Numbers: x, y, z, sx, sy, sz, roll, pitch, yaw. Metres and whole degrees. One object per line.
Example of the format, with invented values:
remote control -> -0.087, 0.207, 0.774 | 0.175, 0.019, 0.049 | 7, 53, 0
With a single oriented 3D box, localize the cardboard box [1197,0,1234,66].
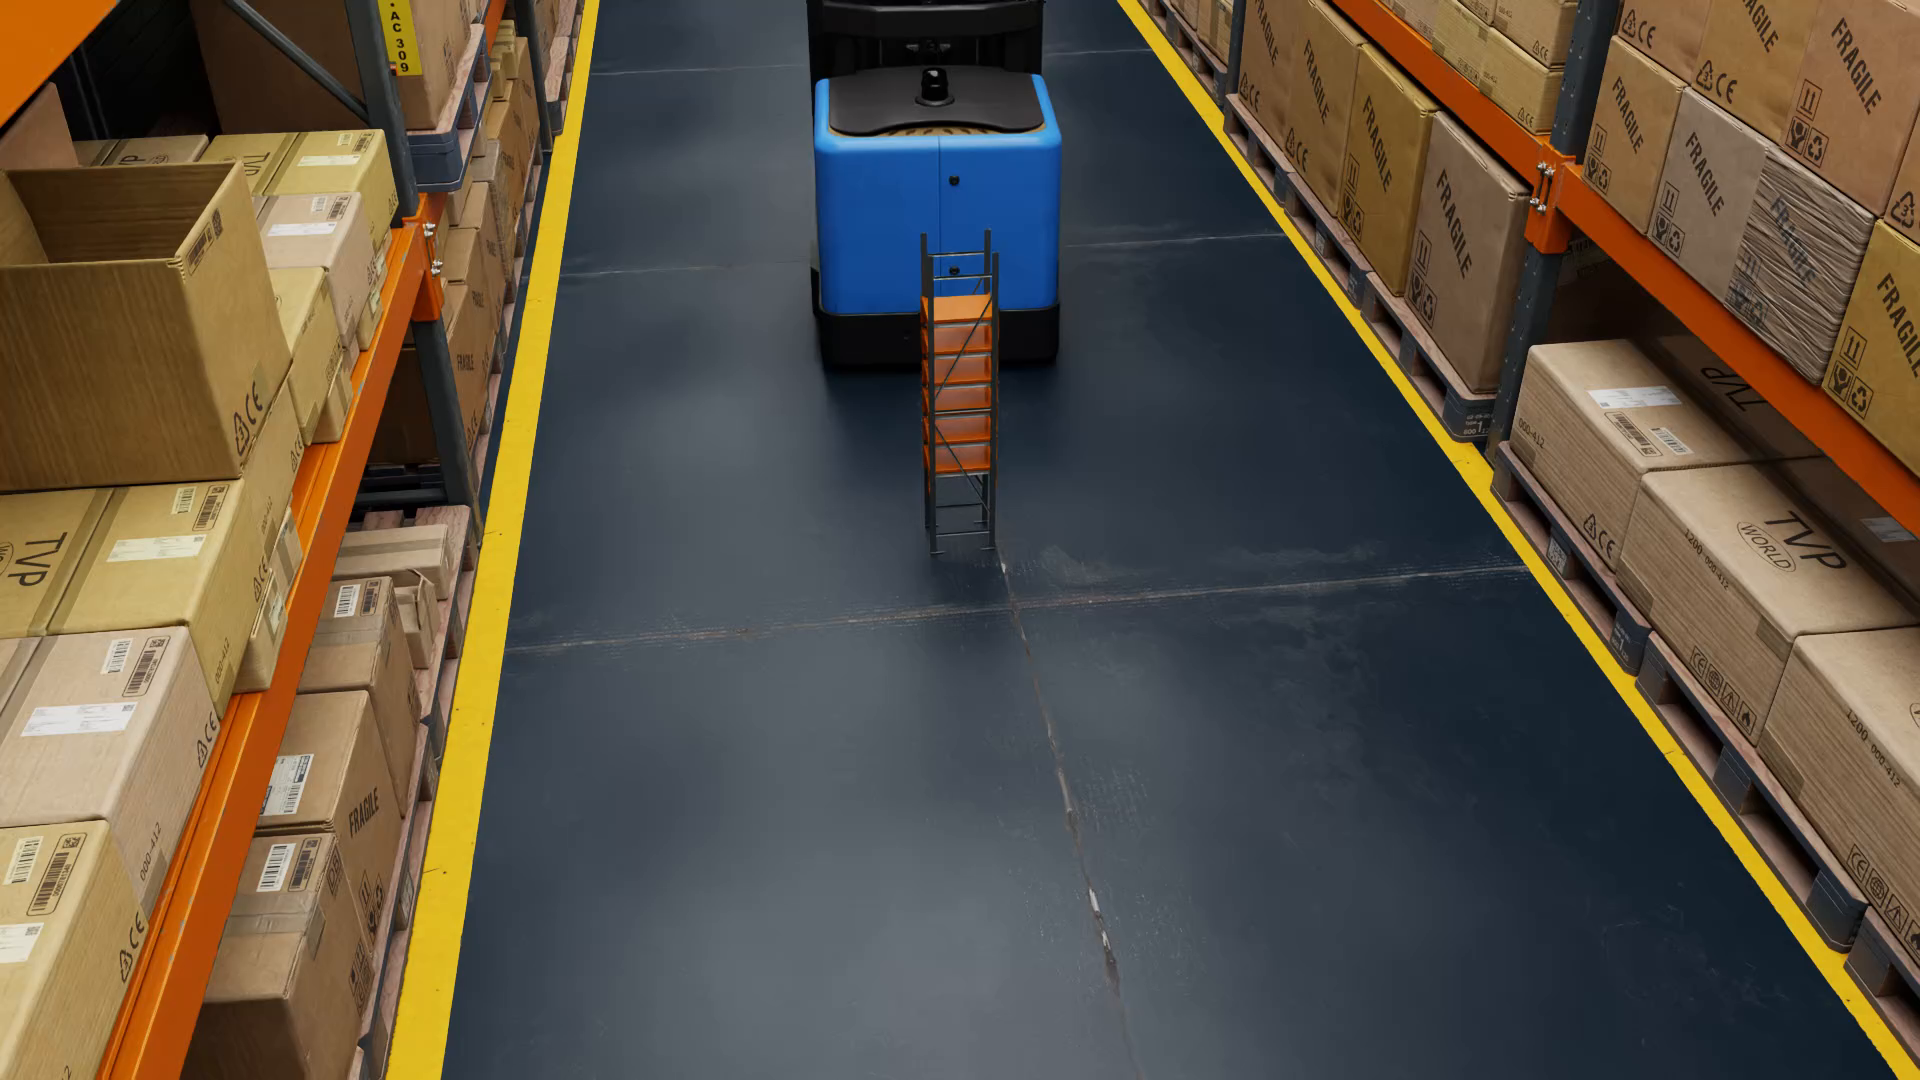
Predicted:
cardboard box -> 2.023, -3.218, 10.269 | 0.950, 0.372, 0.625 | -7, 35, -10

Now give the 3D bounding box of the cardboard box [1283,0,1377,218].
cardboard box -> 2.216, -2.220, 8.358 | 0.875, 0.875, 0.875 | -4, 34, -6

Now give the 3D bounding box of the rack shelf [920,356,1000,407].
rack shelf -> -0.002, -0.566, 5.881 | 0.258, 0.103, 0.180 | -4, 35, -6

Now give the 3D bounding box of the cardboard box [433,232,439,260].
cardboard box -> -2.158, -1.097, 6.203 | 0.380, 0.149, 0.250 | -6, 35, -9

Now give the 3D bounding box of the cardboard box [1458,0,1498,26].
cardboard box -> 2.252, -2.233, 6.552 | 0.500, 0.250, 0.500 | -4, 34, -5

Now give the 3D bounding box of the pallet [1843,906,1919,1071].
pallet -> 2.980, 1.362, 4.064 | 1.003, 0.211, 1.213 | -4, 35, -6

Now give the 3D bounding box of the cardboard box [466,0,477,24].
cardboard box -> -2.098, -2.127, 6.453 | 0.396, 0.266, 0.258 | -3, 34, -4

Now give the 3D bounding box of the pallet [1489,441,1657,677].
pallet -> 2.652, 0.000, 6.062 | 1.003, 0.211, 1.213 | -4, 35, -6

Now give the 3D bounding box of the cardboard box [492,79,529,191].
cardboard box -> -2.502, -2.077, 8.481 | 0.500, 0.500, 0.500 | -5, 35, -7

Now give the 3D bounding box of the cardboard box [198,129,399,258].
cardboard box -> -1.981, -0.999, 4.922 | 0.500, 0.250, 0.500 | -4, 34, -5

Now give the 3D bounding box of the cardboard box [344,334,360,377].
cardboard box -> -1.874, -0.506, 4.552 | 0.380, 0.149, 0.250 | -4, 34, -5

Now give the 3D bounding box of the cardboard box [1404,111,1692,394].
cardboard box -> 2.464, -1.218, 6.887 | 0.875, 0.875, 0.875 | -3, 34, -5

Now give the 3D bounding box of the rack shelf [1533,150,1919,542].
rack shelf -> 2.896, -0.169, 4.473 | 1.077, 0.370, 4.000 | -4, 35, -6

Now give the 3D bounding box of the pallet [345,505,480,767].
pallet -> -2.200, 0.331, 5.576 | 1.003, 0.211, 1.213 | -4, 35, -6

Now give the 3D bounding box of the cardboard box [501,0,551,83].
cardboard box -> -2.899, -2.978, 9.692 | 0.875, 0.625, 0.625 | -3, 34, -5

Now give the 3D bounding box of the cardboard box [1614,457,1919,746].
cardboard box -> 2.726, 0.161, 5.252 | 0.875, 0.438, 0.875 | -5, 35, -8

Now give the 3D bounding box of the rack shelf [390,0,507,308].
rack shelf -> -2.560, -2.023, 7.194 | 1.077, 0.370, 4.000 | -4, 35, -6

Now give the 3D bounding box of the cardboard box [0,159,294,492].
cardboard box -> -1.749, -0.454, 3.455 | 0.500, 0.500, 0.500 | -4, 34, -5

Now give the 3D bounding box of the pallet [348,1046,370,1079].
pallet -> -1.871, 1.693, 3.578 | 1.003, 0.211, 1.213 | -4, 35, -6

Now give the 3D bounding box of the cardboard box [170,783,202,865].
cardboard box -> -1.648, 0.499, 3.077 | 0.380, 0.149, 0.250 | -3, 34, -5

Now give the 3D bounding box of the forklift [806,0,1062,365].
forklift -> -0.177, -2.780, 7.727 | 1.130, 2.935, 3.031 | -2, 34, -3

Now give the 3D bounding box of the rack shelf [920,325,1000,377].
rack shelf -> -0.002, -0.665, 5.814 | 0.258, 0.103, 0.180 | -4, 35, -6

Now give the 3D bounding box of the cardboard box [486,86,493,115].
cardboard box -> -2.462, -2.138, 7.994 | 0.380, 0.149, 0.250 | -3, 34, -5

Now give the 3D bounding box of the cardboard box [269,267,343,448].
cardboard box -> -1.845, -0.442, 4.104 | 0.500, 0.250, 0.500 | -5, 35, -7

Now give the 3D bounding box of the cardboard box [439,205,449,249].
cardboard box -> -2.286, -1.276, 6.730 | 0.380, 0.149, 0.250 | -5, 35, -7

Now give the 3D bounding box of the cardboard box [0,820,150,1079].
cardboard box -> -1.547, 0.693, 2.438 | 0.500, 0.250, 0.500 | -4, 34, -6

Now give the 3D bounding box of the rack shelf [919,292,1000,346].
rack shelf -> -0.002, -0.765, 5.746 | 0.258, 0.103, 0.180 | -4, 35, -6

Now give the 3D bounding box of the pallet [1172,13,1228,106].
pallet -> 1.986, -3.098, 10.609 | 1.003, 0.211, 1.213 | -4, 35, -6

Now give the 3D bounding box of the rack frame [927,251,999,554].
rack frame -> 0.010, -0.453, 5.849 | 0.240, 1.200, 0.006 | -4, 35, -6

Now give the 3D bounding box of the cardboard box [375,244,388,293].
cardboard box -> -1.941, -0.798, 4.980 | 0.380, 0.149, 0.250 | -3, 34, -5

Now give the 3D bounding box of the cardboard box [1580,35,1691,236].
cardboard box -> 2.431, -1.342, 5.467 | 0.500, 0.500, 0.500 | -3, 34, -5

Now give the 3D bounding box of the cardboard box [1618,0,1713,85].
cardboard box -> 2.451, -1.753, 5.182 | 0.500, 0.500, 0.500 | -4, 34, -6

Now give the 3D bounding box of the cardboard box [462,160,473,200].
cardboard box -> -2.313, -1.557, 7.142 | 0.380, 0.149, 0.250 | -3, 34, -5

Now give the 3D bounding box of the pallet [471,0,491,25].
pallet -> -2.563, -2.272, 7.091 | 1.003, 0.211, 1.213 | -4, 35, -6

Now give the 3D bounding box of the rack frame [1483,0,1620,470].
rack frame -> 2.627, -1.582, 5.908 | 1.000, 3.000, 0.127 | -4, 35, -6

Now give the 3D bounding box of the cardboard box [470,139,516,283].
cardboard box -> -2.341, -1.497, 7.630 | 0.500, 0.500, 0.500 | -6, 35, -8

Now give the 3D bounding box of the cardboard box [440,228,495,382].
cardboard box -> -2.214, -0.928, 6.795 | 0.500, 0.500, 0.500 | -5, 35, -7

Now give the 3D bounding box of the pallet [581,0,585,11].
pallet -> -3.229, -4.108, 12.091 | 1.003, 0.211, 1.213 | -4, 35, -6

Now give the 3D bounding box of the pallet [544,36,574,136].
pallet -> -2.901, -2.746, 10.093 | 1.003, 0.211, 1.213 | -4, 35, -6

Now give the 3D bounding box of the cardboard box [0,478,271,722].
cardboard box -> -1.687, 0.129, 3.266 | 0.500, 0.250, 0.500 | -5, 35, -7

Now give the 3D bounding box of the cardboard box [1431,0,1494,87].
cardboard box -> 2.250, -2.036, 6.707 | 0.500, 0.250, 0.500 | -5, 35, -7

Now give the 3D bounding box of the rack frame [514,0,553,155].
rack frame -> -2.829, -3.436, 8.629 | 1.000, 3.000, 0.127 | -4, 35, -6

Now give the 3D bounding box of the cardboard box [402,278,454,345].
cardboard box -> -2.076, -0.833, 6.080 | 0.380, 0.149, 0.250 | -3, 34, -4

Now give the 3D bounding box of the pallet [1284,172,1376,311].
pallet -> 2.281, -1.537, 8.318 | 1.003, 0.211, 1.213 | -4, 35, -6

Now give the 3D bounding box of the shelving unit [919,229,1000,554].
shelving unit -> -0.002, -0.504, 5.924 | 0.258, 1.200, 0.189 | -4, 35, -6

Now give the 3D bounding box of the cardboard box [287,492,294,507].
cardboard box -> -1.808, -0.079, 3.926 | 0.380, 0.149, 0.250 | -4, 35, -6

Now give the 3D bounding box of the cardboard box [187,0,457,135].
cardboard box -> -2.134, -1.706, 5.628 | 0.700, 0.500, 0.500 | -4, 34, -5

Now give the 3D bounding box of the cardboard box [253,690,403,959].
cardboard box -> -1.790, 0.756, 4.323 | 0.500, 0.500, 0.500 | -4, 34, -5

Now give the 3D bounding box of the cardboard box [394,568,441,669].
cardboard box -> -1.877, 0.240, 5.289 | 0.396, 0.266, 0.258 | -3, 34, -5

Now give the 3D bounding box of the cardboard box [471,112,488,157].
cardboard box -> -2.361, -1.847, 7.567 | 0.380, 0.149, 0.250 | -6, 35, -9

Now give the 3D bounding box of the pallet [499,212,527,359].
pallet -> -2.605, -1.185, 7.802 | 1.003, 0.211, 1.213 | -4, 35, -6

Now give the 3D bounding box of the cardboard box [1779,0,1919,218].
cardboard box -> 2.571, -1.184, 4.347 | 0.500, 0.500, 0.500 | -4, 34, -5

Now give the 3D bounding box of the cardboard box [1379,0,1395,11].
cardboard box -> 2.127, -2.607, 7.545 | 0.500, 0.250, 0.500 | -4, 35, -6

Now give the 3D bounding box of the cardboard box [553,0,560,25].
cardboard box -> -3.086, -3.717, 10.777 | 0.875, 0.625, 0.625 | -6, 35, -8

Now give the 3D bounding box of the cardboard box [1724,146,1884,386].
cardboard box -> 2.555, -0.783, 4.646 | 0.500, 0.500, 0.500 | -4, 34, -6

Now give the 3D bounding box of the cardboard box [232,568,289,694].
cardboard box -> -1.649, 0.205, 3.509 | 0.380, 0.149, 0.250 | -5, 35, -8

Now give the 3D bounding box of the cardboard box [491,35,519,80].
cardboard box -> -2.444, -2.439, 8.436 | 0.380, 0.149, 0.250 | -6, 35, -9
